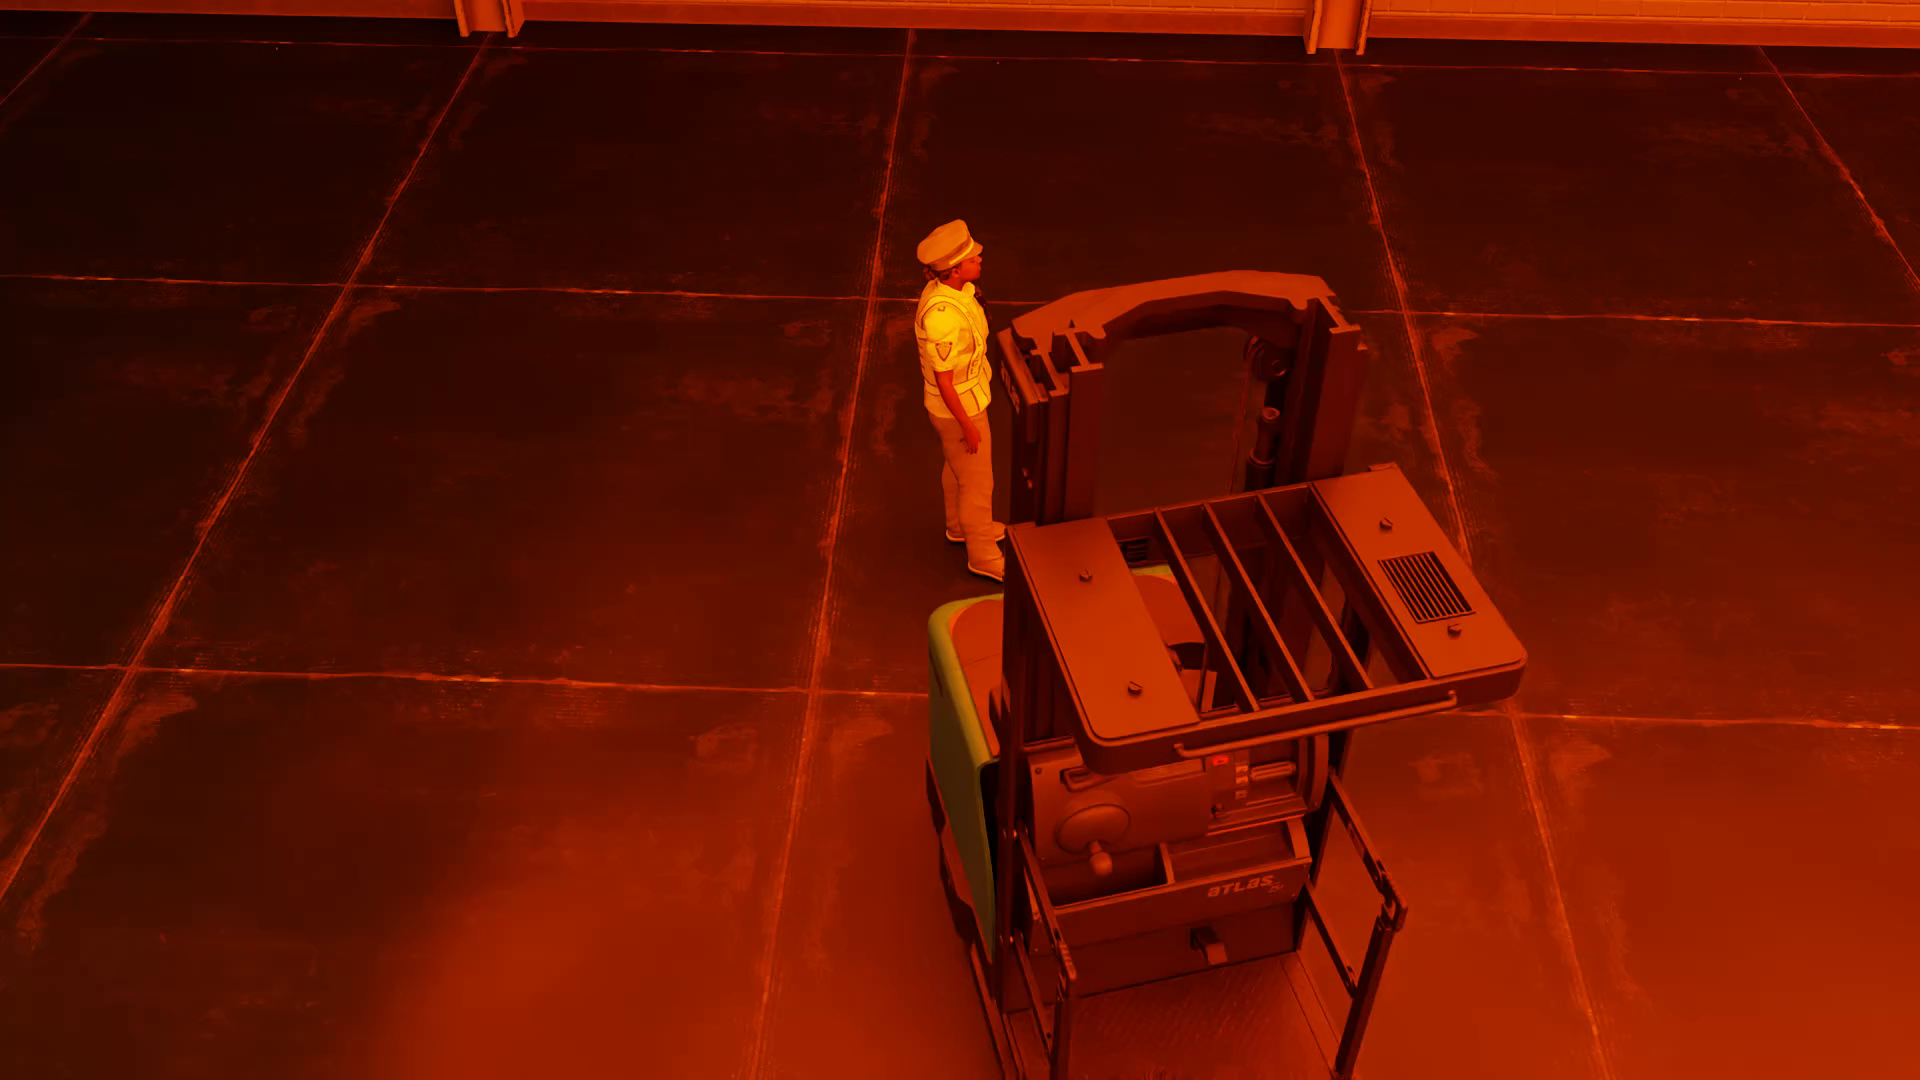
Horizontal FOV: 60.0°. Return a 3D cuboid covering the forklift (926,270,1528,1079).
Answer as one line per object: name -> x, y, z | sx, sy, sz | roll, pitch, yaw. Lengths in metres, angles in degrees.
forklift -> 0.715, 0.835, 4.828 | 1.130, 2.935, 3.031 | -9, 43, -10

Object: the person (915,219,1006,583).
person -> 0.074, -0.616, 7.323 | 0.528, 1.697, 0.570 | 2, 42, 2
